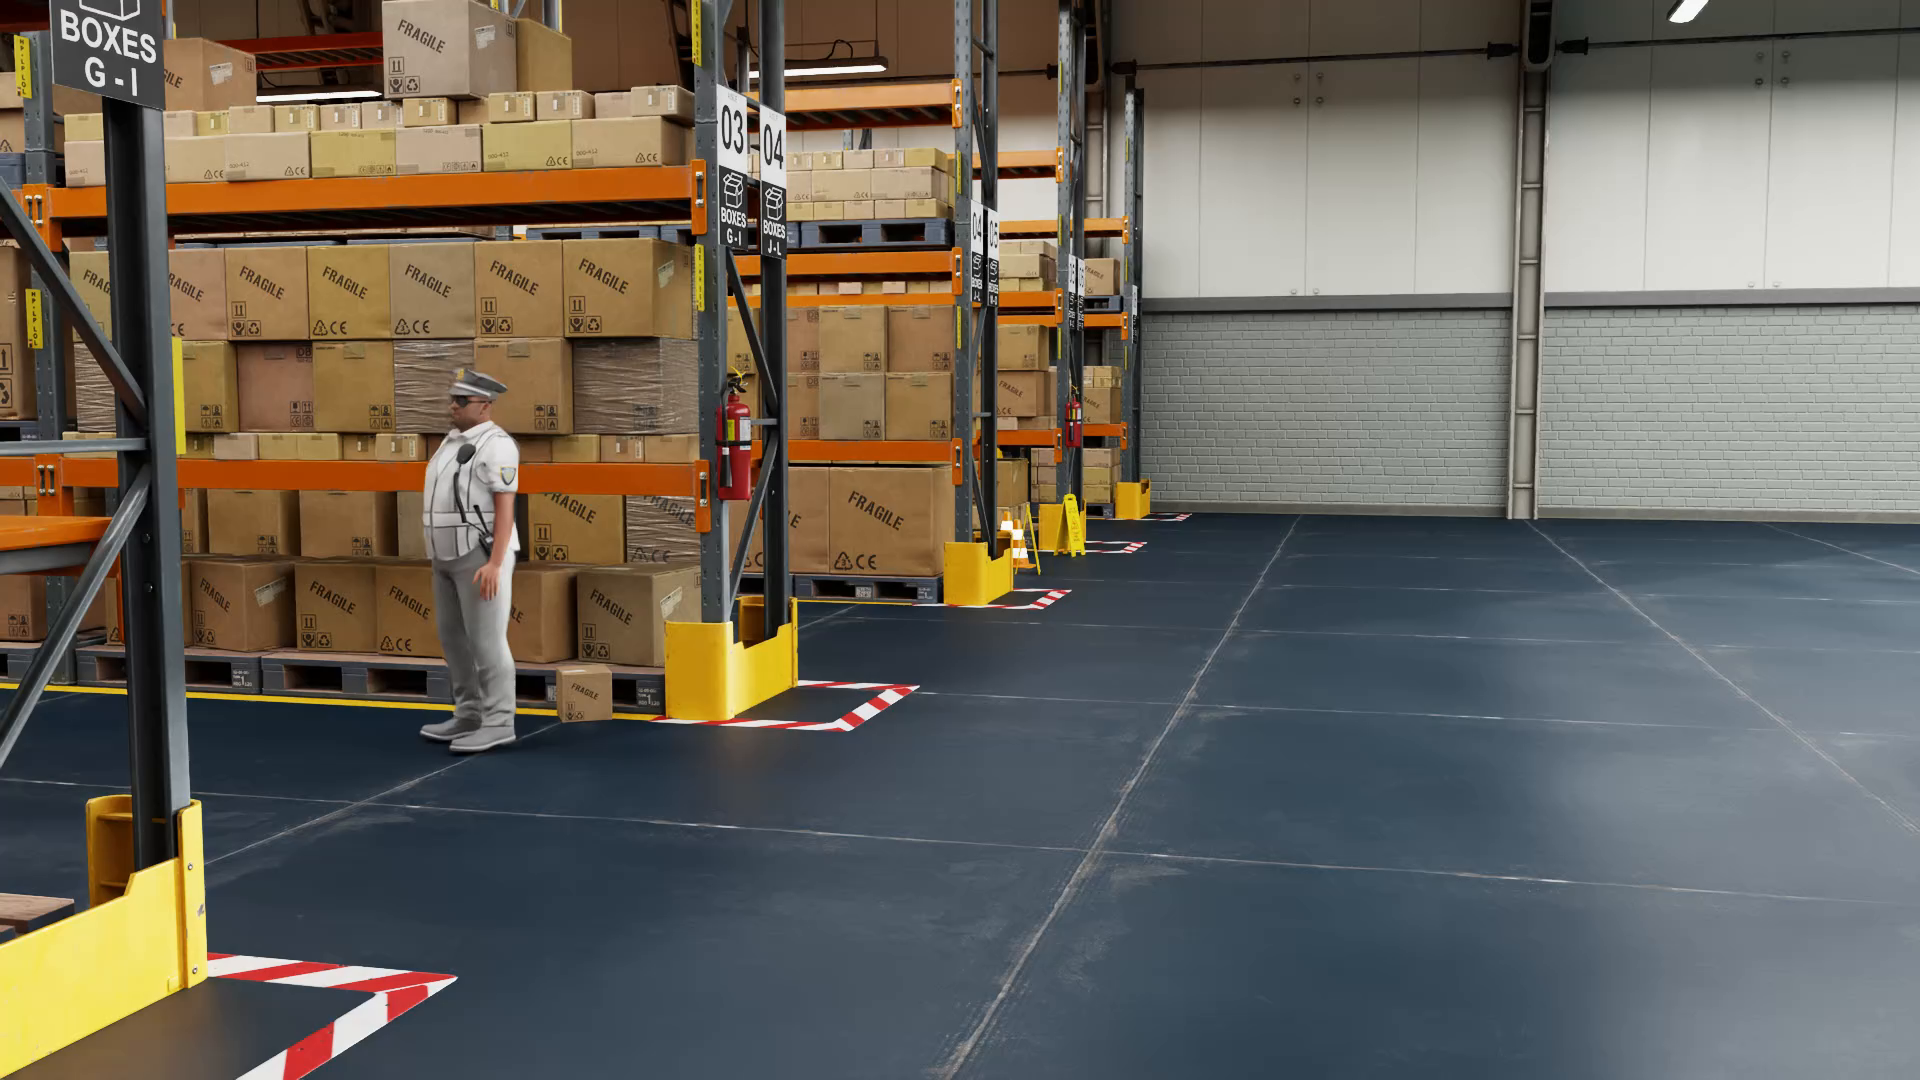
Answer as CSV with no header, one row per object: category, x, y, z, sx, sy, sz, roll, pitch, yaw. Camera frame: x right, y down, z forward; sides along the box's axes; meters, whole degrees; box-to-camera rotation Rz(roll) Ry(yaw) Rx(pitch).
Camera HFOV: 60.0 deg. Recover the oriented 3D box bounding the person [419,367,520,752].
person,-2.307,0.082,7.772,0.603,1.771,0.396,4,6,42
